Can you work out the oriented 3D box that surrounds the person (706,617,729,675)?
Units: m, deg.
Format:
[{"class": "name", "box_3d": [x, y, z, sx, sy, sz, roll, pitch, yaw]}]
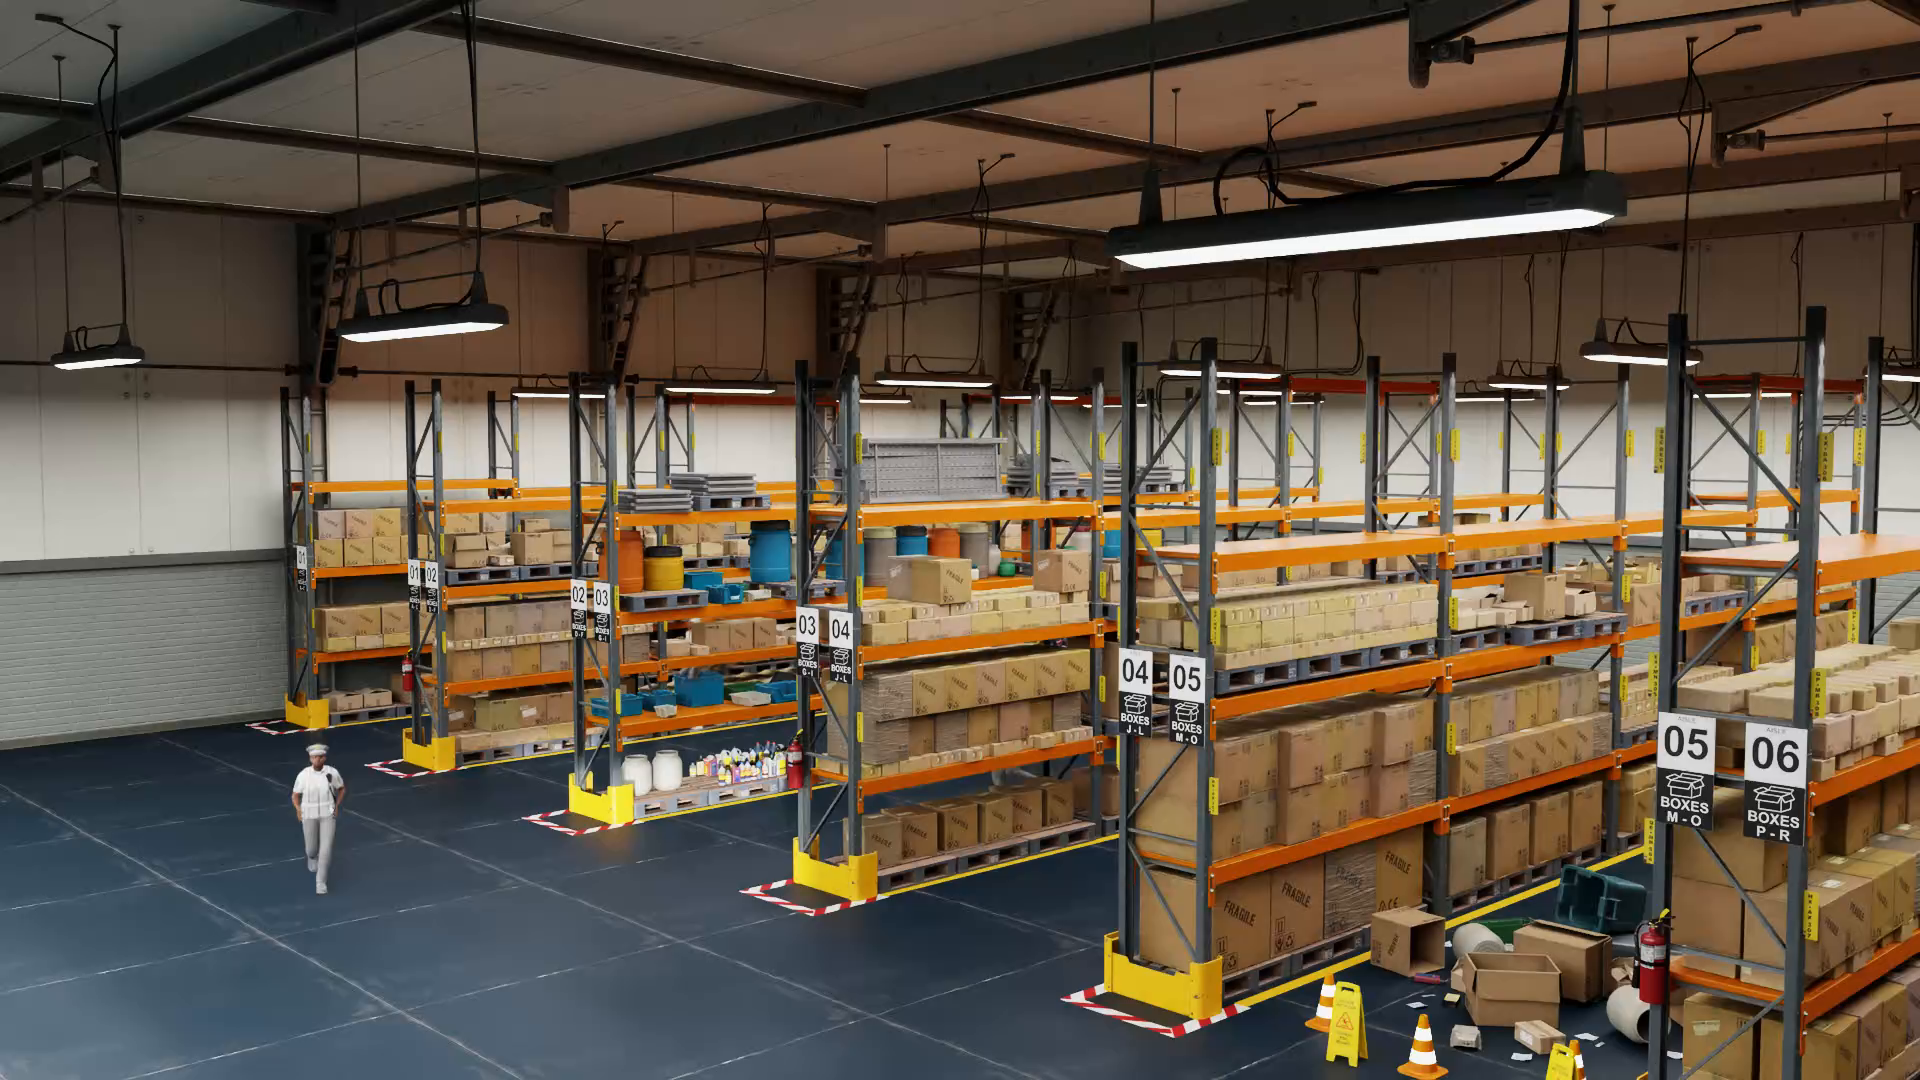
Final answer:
[{"class": "person", "box_3d": [-4.671, 2.306, 32.218, 0.503, 1.644, 0.710, 3, 5, 39]}]

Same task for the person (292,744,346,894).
[{"class": "person", "box_3d": [-7.292, 3.134, 18.938, 0.582, 1.672, 0.672, -2, 4, -22]}]

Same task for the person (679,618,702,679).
[{"class": "person", "box_3d": [-5.074, 2.298, 31.435, 0.699, 1.722, 0.552, 3, 5, 39]}]

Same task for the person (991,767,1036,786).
[{"class": "person", "box_3d": [0.715, 2.860, 23.171, 0.790, 1.651, 0.579, -3, 5, -39]}]
